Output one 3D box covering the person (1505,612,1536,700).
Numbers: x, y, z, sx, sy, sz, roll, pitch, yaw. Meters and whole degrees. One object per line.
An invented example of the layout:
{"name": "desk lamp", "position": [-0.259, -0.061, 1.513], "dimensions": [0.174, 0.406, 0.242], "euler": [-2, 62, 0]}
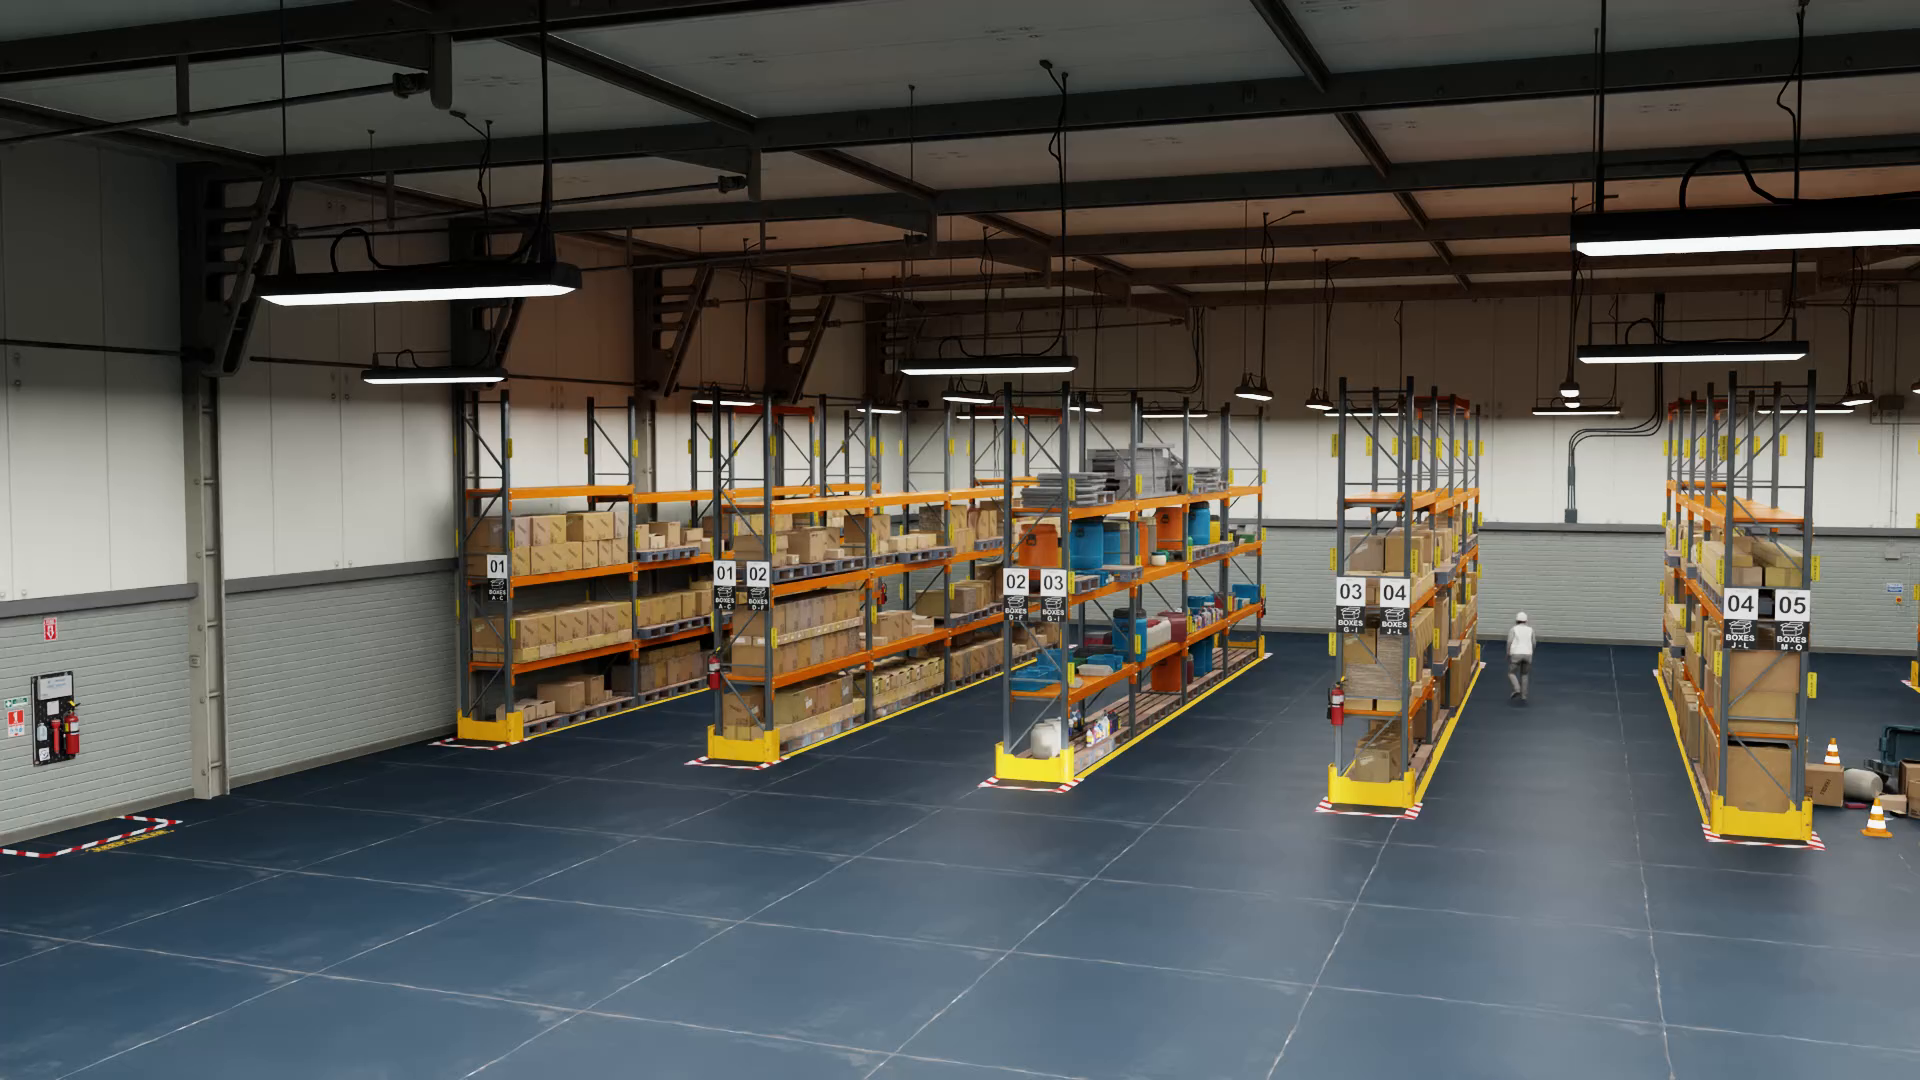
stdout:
{"name": "person", "position": [11.232, 2.314, 33.260], "dimensions": [0.608, 1.729, 0.649], "euler": [0, 3, 3]}
